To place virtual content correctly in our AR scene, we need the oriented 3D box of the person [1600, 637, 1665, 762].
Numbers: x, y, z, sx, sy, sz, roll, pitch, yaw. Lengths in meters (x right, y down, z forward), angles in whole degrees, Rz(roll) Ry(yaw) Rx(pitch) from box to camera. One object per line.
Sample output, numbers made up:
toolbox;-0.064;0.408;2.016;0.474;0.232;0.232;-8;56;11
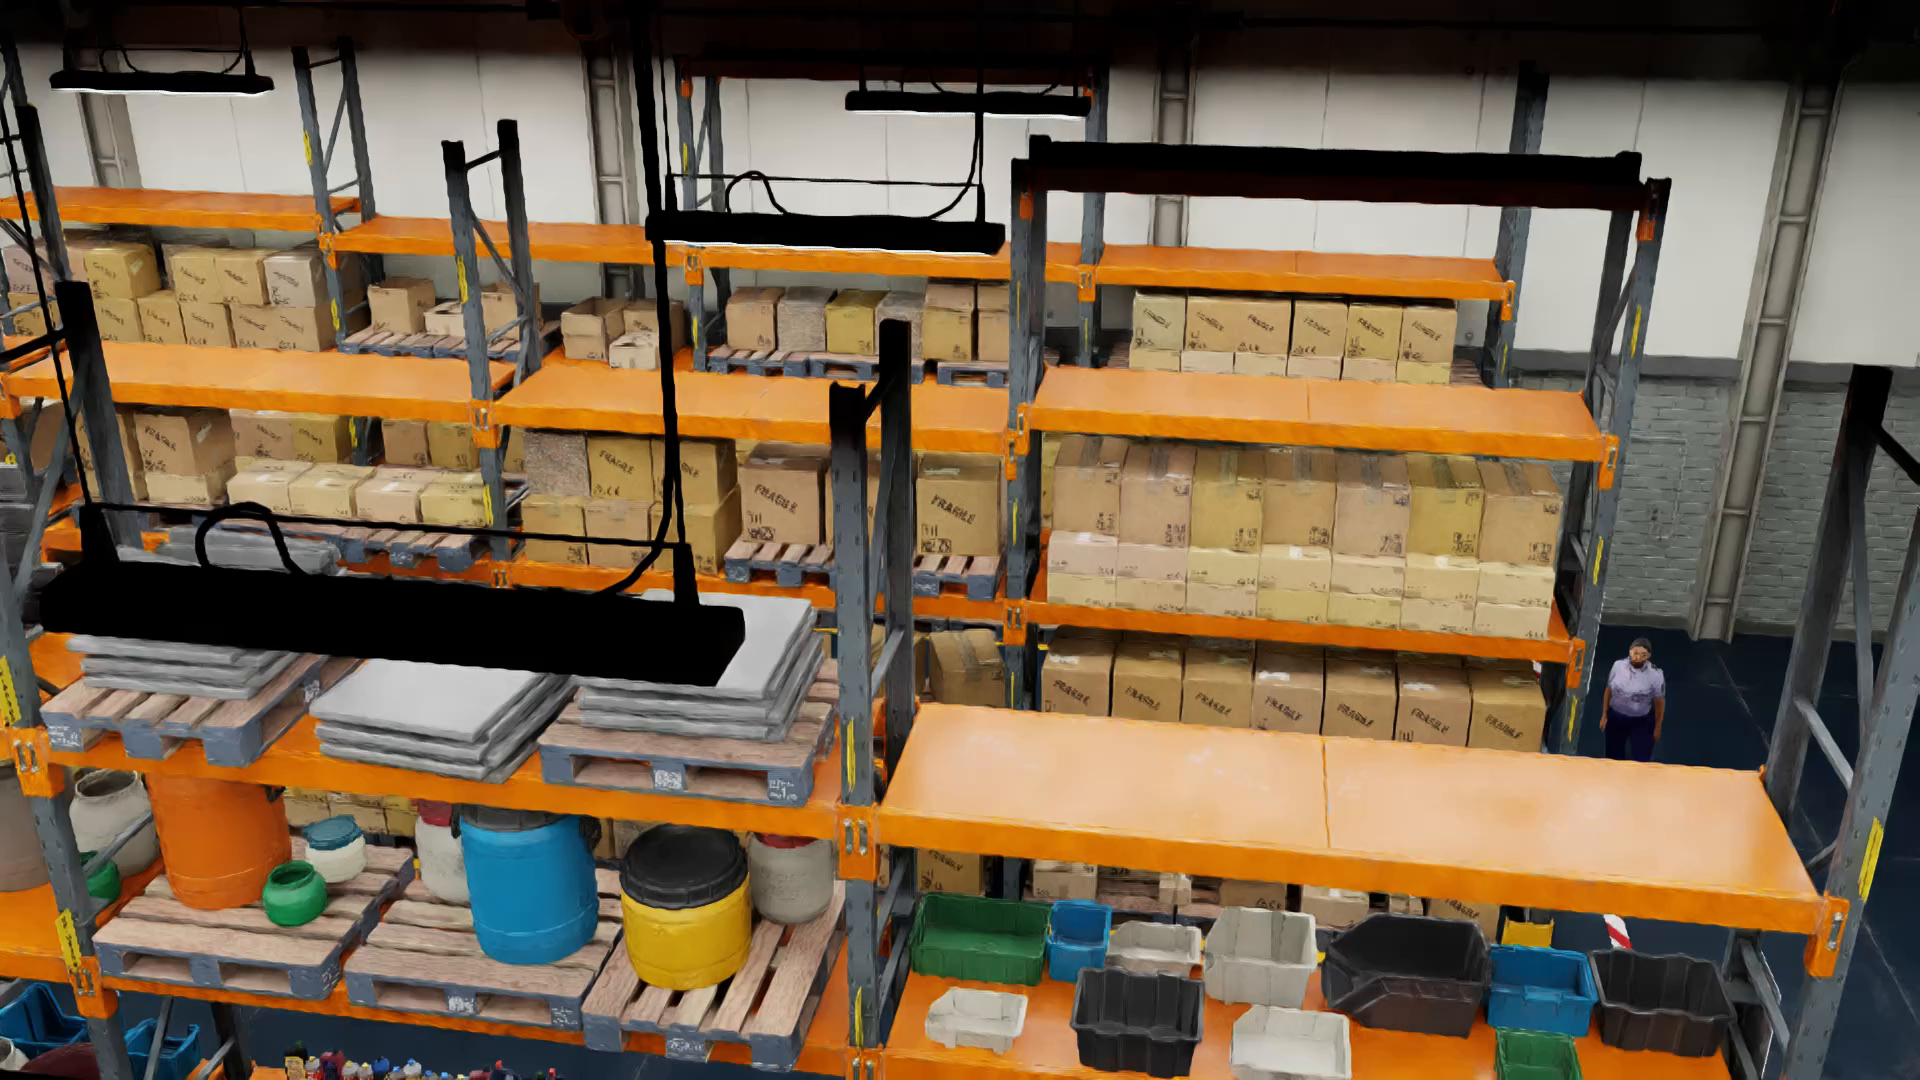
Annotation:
person;5.869;1.593;14.478;0.560;1.628;0.720;-21;31;-41
